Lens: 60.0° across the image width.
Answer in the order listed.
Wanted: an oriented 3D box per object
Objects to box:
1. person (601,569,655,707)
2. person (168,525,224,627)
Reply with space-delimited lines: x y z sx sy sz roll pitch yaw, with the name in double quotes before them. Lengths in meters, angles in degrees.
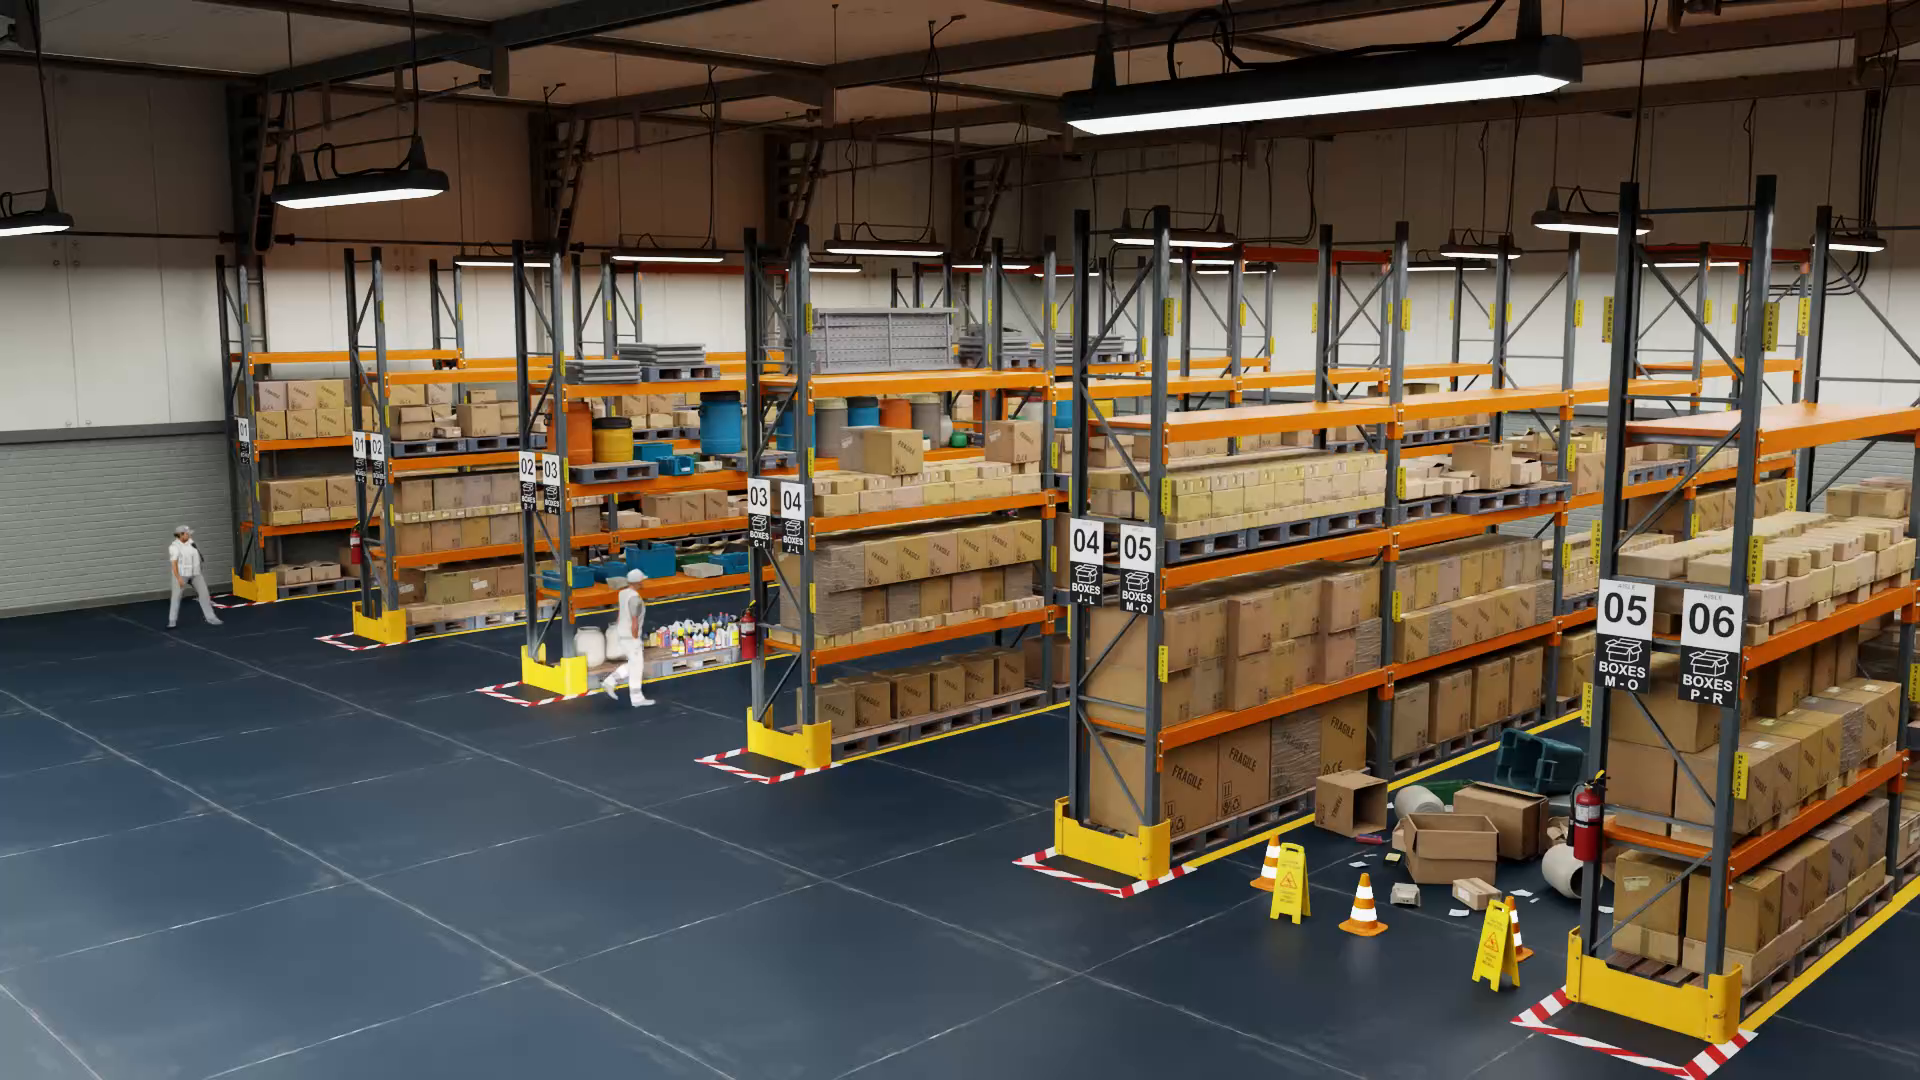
"person" -4.291 1.261 21.400 0.682 1.778 0.557 -2 8 -13
"person" -12.379 0.568 26.758 0.654 1.658 0.696 5 10 33
